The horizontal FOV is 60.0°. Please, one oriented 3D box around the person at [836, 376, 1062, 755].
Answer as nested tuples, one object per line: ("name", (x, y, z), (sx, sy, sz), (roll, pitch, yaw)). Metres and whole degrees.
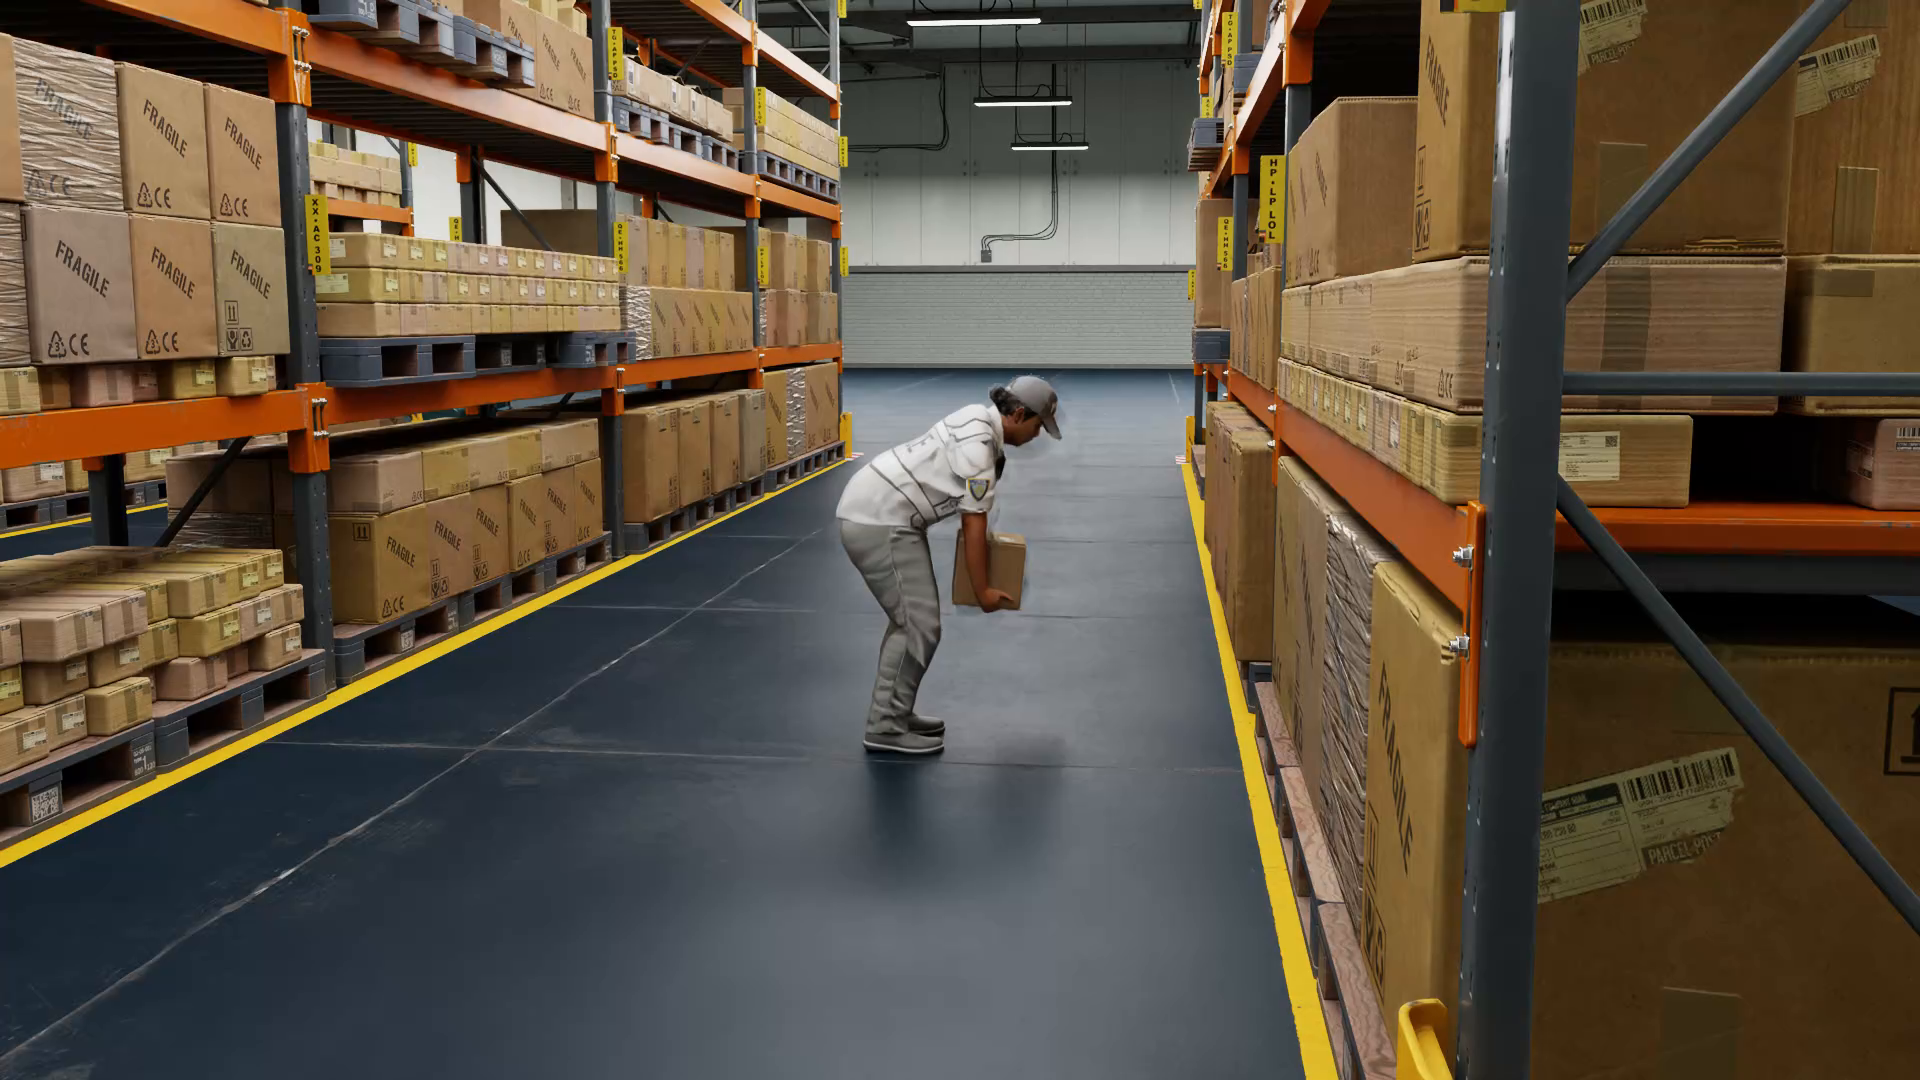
("person", (-0.041, 0.082, 6.242), (0.848, 1.390, 0.457), (0, 8, -2))
